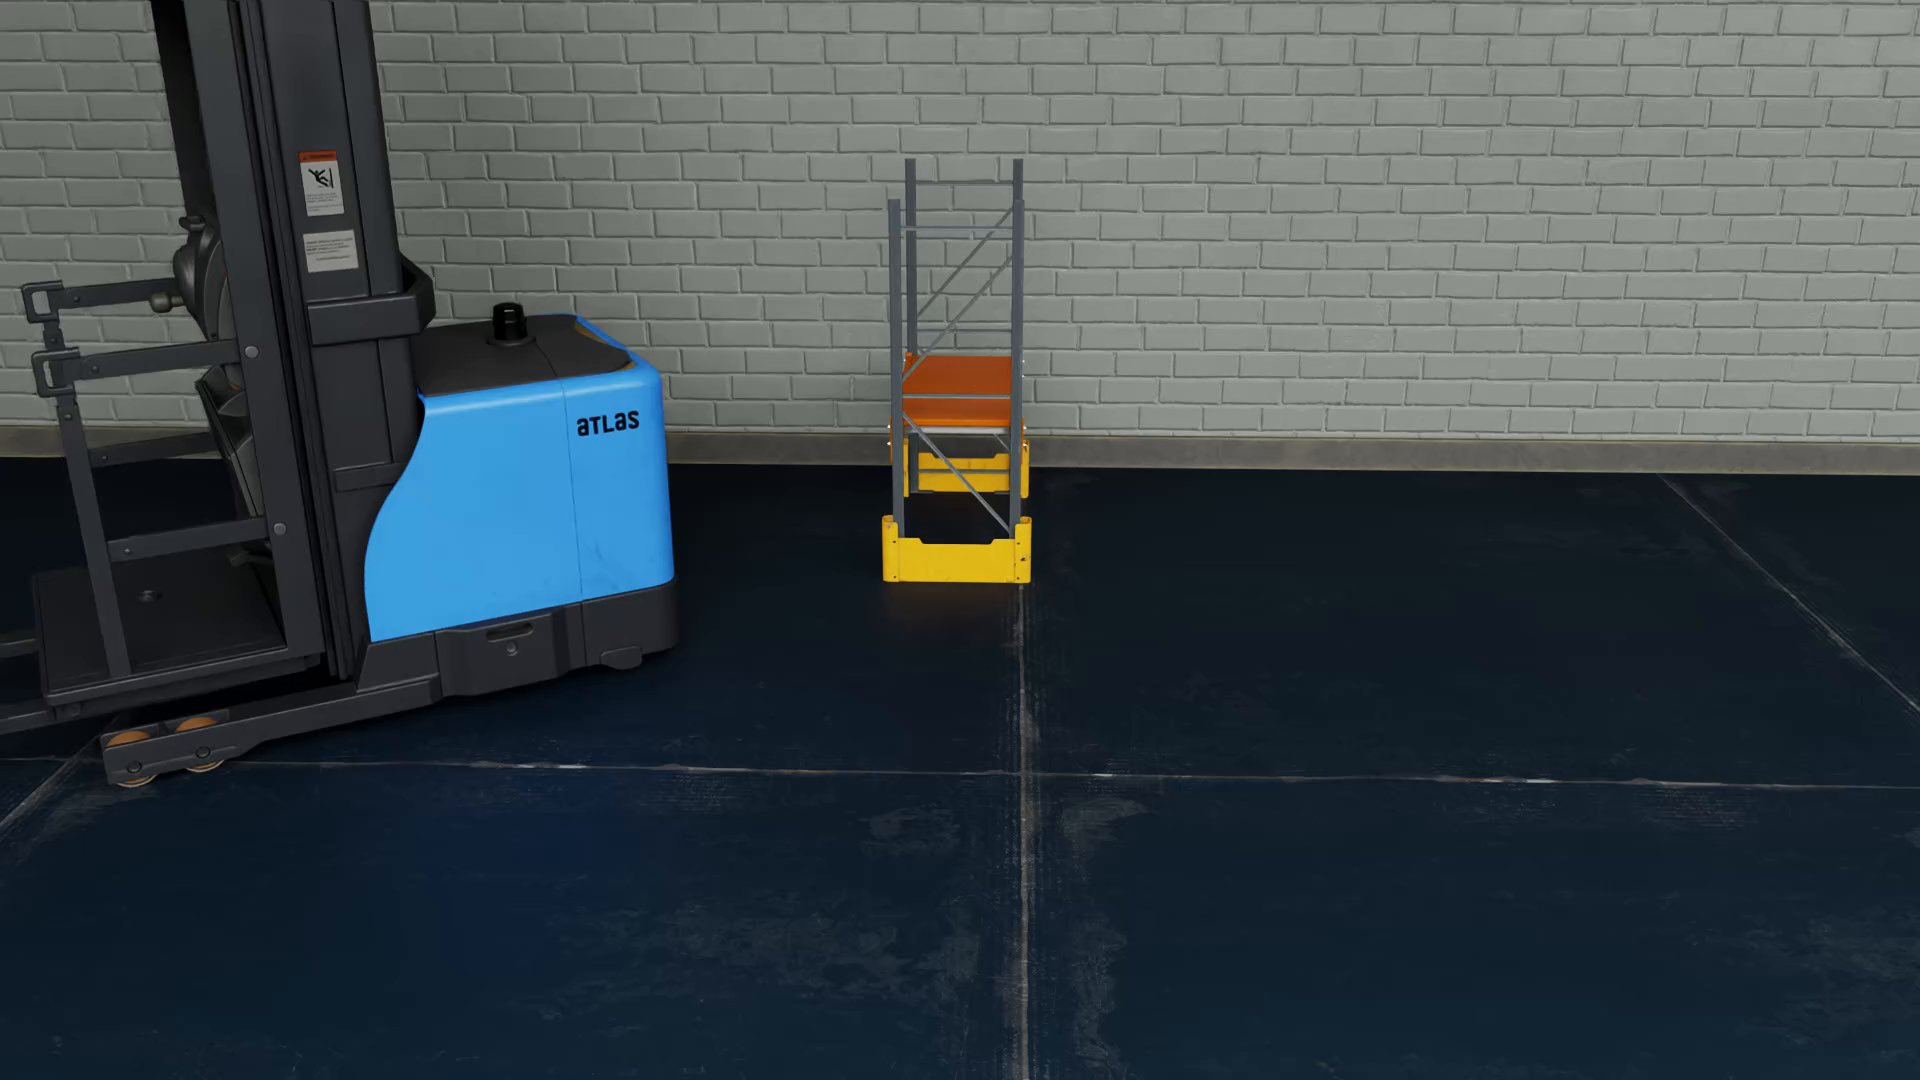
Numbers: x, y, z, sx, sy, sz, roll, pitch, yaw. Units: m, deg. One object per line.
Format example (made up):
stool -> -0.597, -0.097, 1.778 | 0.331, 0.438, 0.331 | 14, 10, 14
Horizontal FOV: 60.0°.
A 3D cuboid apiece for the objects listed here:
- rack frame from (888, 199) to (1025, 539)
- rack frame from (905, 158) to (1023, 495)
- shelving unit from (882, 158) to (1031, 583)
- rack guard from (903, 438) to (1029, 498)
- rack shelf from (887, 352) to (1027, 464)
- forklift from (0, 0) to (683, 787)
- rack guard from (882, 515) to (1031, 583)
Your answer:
rack frame -> -0.013, -0.546, 6.363 | 0.500, 1.500, 0.032 | 1, 21, 2
rack frame -> 0.018, -0.914, 7.311 | 0.500, 1.500, 0.032 | 1, 21, 2
shelving unit -> 0.002, -0.727, 6.829 | 0.587, 1.500, 1.083 | 1, 21, 2
rack guard -> 0.017, -0.324, 7.519 | 0.587, 0.250, 0.087 | 1, 21, 2
rack shelf -> 0.003, -0.562, 6.902 | 0.538, 0.185, 1.000 | 1, 21, 2
forklift -> -2.528, -0.829, 5.114 | 3.031, 2.935, 1.130 | -11, 24, -27
rack guard -> -0.013, 0.036, 6.591 | 0.587, 0.250, 0.087 | 1, 21, 2
